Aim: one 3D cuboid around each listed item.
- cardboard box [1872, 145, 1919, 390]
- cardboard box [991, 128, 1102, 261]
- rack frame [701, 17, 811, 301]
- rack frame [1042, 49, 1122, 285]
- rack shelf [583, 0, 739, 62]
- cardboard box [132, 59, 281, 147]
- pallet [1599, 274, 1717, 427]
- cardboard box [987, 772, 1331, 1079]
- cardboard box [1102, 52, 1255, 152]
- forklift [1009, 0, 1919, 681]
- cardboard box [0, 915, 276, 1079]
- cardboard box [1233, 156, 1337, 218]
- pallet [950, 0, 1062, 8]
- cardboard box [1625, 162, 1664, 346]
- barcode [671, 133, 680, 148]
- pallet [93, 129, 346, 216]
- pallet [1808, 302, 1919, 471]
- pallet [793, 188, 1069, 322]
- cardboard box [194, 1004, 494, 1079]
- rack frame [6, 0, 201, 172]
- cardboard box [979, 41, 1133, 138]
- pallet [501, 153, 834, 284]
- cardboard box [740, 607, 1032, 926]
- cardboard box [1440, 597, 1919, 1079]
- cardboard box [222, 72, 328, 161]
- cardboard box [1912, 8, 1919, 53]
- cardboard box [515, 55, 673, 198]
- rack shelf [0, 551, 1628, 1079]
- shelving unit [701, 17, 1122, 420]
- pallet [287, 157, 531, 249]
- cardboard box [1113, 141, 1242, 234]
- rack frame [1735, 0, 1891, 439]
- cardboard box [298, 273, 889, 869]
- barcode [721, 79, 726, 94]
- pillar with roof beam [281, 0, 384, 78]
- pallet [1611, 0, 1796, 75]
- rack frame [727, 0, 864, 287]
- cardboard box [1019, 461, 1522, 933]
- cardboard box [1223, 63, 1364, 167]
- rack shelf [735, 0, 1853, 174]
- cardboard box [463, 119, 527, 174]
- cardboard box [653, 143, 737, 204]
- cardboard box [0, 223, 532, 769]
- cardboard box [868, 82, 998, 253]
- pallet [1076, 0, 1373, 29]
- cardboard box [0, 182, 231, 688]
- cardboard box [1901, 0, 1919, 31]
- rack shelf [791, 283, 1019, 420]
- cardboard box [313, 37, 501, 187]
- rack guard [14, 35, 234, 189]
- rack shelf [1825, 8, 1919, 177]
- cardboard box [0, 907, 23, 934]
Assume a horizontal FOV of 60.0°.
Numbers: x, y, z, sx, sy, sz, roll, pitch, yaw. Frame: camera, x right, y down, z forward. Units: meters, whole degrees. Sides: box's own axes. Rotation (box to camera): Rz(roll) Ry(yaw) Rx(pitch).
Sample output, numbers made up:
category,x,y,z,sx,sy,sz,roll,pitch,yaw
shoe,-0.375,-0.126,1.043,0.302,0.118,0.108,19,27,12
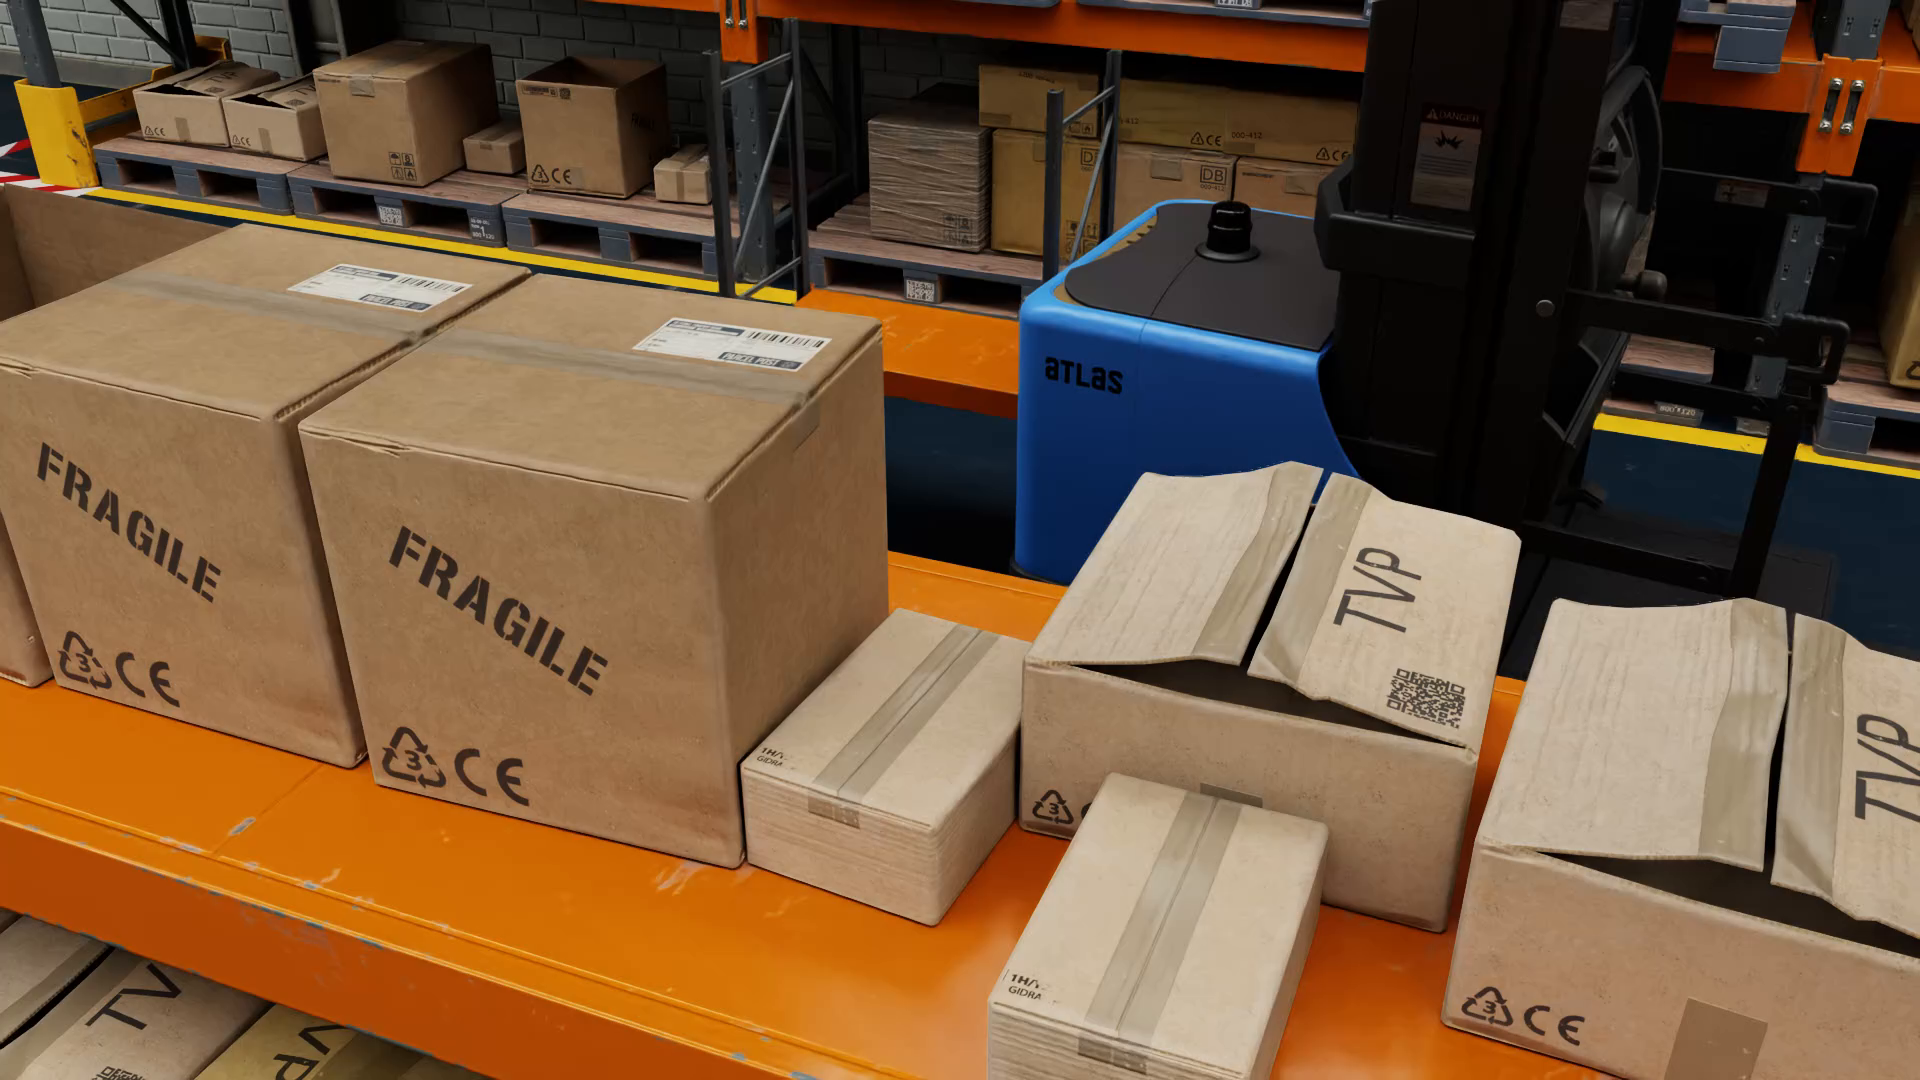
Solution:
category,x,y,z,sx,sy,sz,roll,pitch,yaw
cardboard box,3.639,-0.951,5.642,0.750,0.750,0.750,11,31,18
cardboard box,0.486,-1.542,7.023,0.500,0.500,0.700,11,31,18
rack frame,-0.596,-0.793,5.128,0.032,1.500,0.500,12,32,21
rack frame,0.334,-0.591,4.772,0.032,1.500,0.500,12,32,21
rack shelf,-2.553,-2.697,7.704,4.000,0.370,1.077,11,31,19
cardboard box,-3.799,-2.232,8.436,0.500,0.311,0.500,8,30,13
pallet,2.283,-0.831,6.506,1.213,0.211,1.003,11,31,19
cardboard box,0.211,0.428,1.699,0.250,0.149,0.380,11,31,19
cardboard box,0.881,-1.767,6.659,0.500,0.250,0.500,10,31,18
forklift,1.677,-0.801,3.688,3.031,2.935,1.130,15,33,25
cardboard box,-1.327,0.770,2.638,0.500,0.311,0.500,10,31,17
cardboard box,1.415,-1.340,6.666,0.500,0.500,0.700,11,31,19
pallet,-0.046,-2.349,6.552,1.213,0.211,1.003,11,31,19
cardboard box,2.320,-1.113,6.264,0.500,0.500,0.700,12,32,20
barcode,-1.375,-1.916,7.969,0.075,0.075,0.001,11,31,19
pallet,-3.596,-1.986,8.549,1.213,0.211,1.003,11,31,19
pallet,3.709,-0.506,5.931,1.213,0.211,1.003,11,31,19
pallet,0.022,-1.283,7.305,1.213,0.211,1.003,11,31,19
cardboard box,-0.844,0.863,2.472,0.500,0.311,0.500,12,32,20
rack frame,-4.406,-3.380,8.182,0.127,3.000,1.000,11,31,19
cardboard box,0.398,-1.861,6.826,0.500,0.250,0.500,11,31,18
pallet,-1.335,-1.534,7.750,1.213,0.211,1.003,11,31,19
cardboard box,-0.055,0.258,2.000,0.250,0.149,0.380,14,32,23
cardboard box,0.827,0.311,1.742,0.500,0.311,0.500,13,32,22
cardboard box,-3.271,-2.127,8.250,0.500,0.311,0.500,14,32,23
cardboard box,3.225,-1.633,5.326,0.250,0.149,0.380,11,31,18
cardboard box,-1.676,-1.917,7.687,0.500,0.500,0.500,9,31,15
rack shelf,-0.705,0.240,2.362,3.687,0.071,0.831,11,31,19
shelving unit,-0.123,-0.690,4.947,1.083,1.500,0.587,12,32,21
pallet,-2.470,-1.759,8.148,1.213,0.211,1.003,11,31,19
cardboard box,0.944,-1.429,6.824,0.500,0.500,0.700,12,32,20
rack frame,3.007,-1.900,5.563,0.127,3.000,1.000,11,31,19
cardboard box,-0.413,0.013,2.077,0.500,0.500,0.500,10,31,16
barcode,-1.110,-2.092,7.671,0.075,0.075,0.001,11,31,19
pillar with roof beam,-5.051,-4.294,3.702,0.400,9.000,9.100,11,31,19
pallet,2.306,-1.900,5.758,1.003,0.211,1.213,11,31,19
rack frame,-0.700,-2.640,6.873,0.127,3.000,1.000,11,31,19
cardboard box,0.392,0.144,2.037,0.500,0.311,0.500,11,31,19
cardboard box,1.337,-1.666,6.481,0.500,0.250,0.500,11,31,19
rack shelf,1.154,-1.957,6.395,4.000,0.370,1.077,11,31,19
cardboard box,-2.174,-1.896,8.005,0.250,0.149,0.380,9,31,15
cardboard box,-1.207,-1.684,7.612,0.250,0.166,0.380,7,30,13
cardboard box,-0.901,-0.085,2.250,0.500,0.500,0.500,11,31,19
cardboard box,-0.011,-1.615,7.152,0.500,0.500,0.700,12,32,21
pallet,1.157,-2.164,6.225,1.213,0.211,1.003,11,31,19
cardboard box,-1.365,-0.177,2.414,0.500,0.500,0.500,14,32,23
cardboard box,3.405,-1.856,5.720,0.250,0.149,0.380,12,32,20
rack shelf,-0.131,-0.535,5.039,1.000,0.185,0.538,12,32,21
cardboard box,-2.610,-2.050,7.923,0.500,0.500,0.700,9,31,16
rack guard,-4.336,-2.278,8.772,0.348,0.500,1.175,11,31,19
rack shelf,4.860,-1.217,5.086,4.000,0.370,1.077,11,31,19
cardboard box,-1.808,0.674,2.806,0.500,0.311,0.500,11,31,19
